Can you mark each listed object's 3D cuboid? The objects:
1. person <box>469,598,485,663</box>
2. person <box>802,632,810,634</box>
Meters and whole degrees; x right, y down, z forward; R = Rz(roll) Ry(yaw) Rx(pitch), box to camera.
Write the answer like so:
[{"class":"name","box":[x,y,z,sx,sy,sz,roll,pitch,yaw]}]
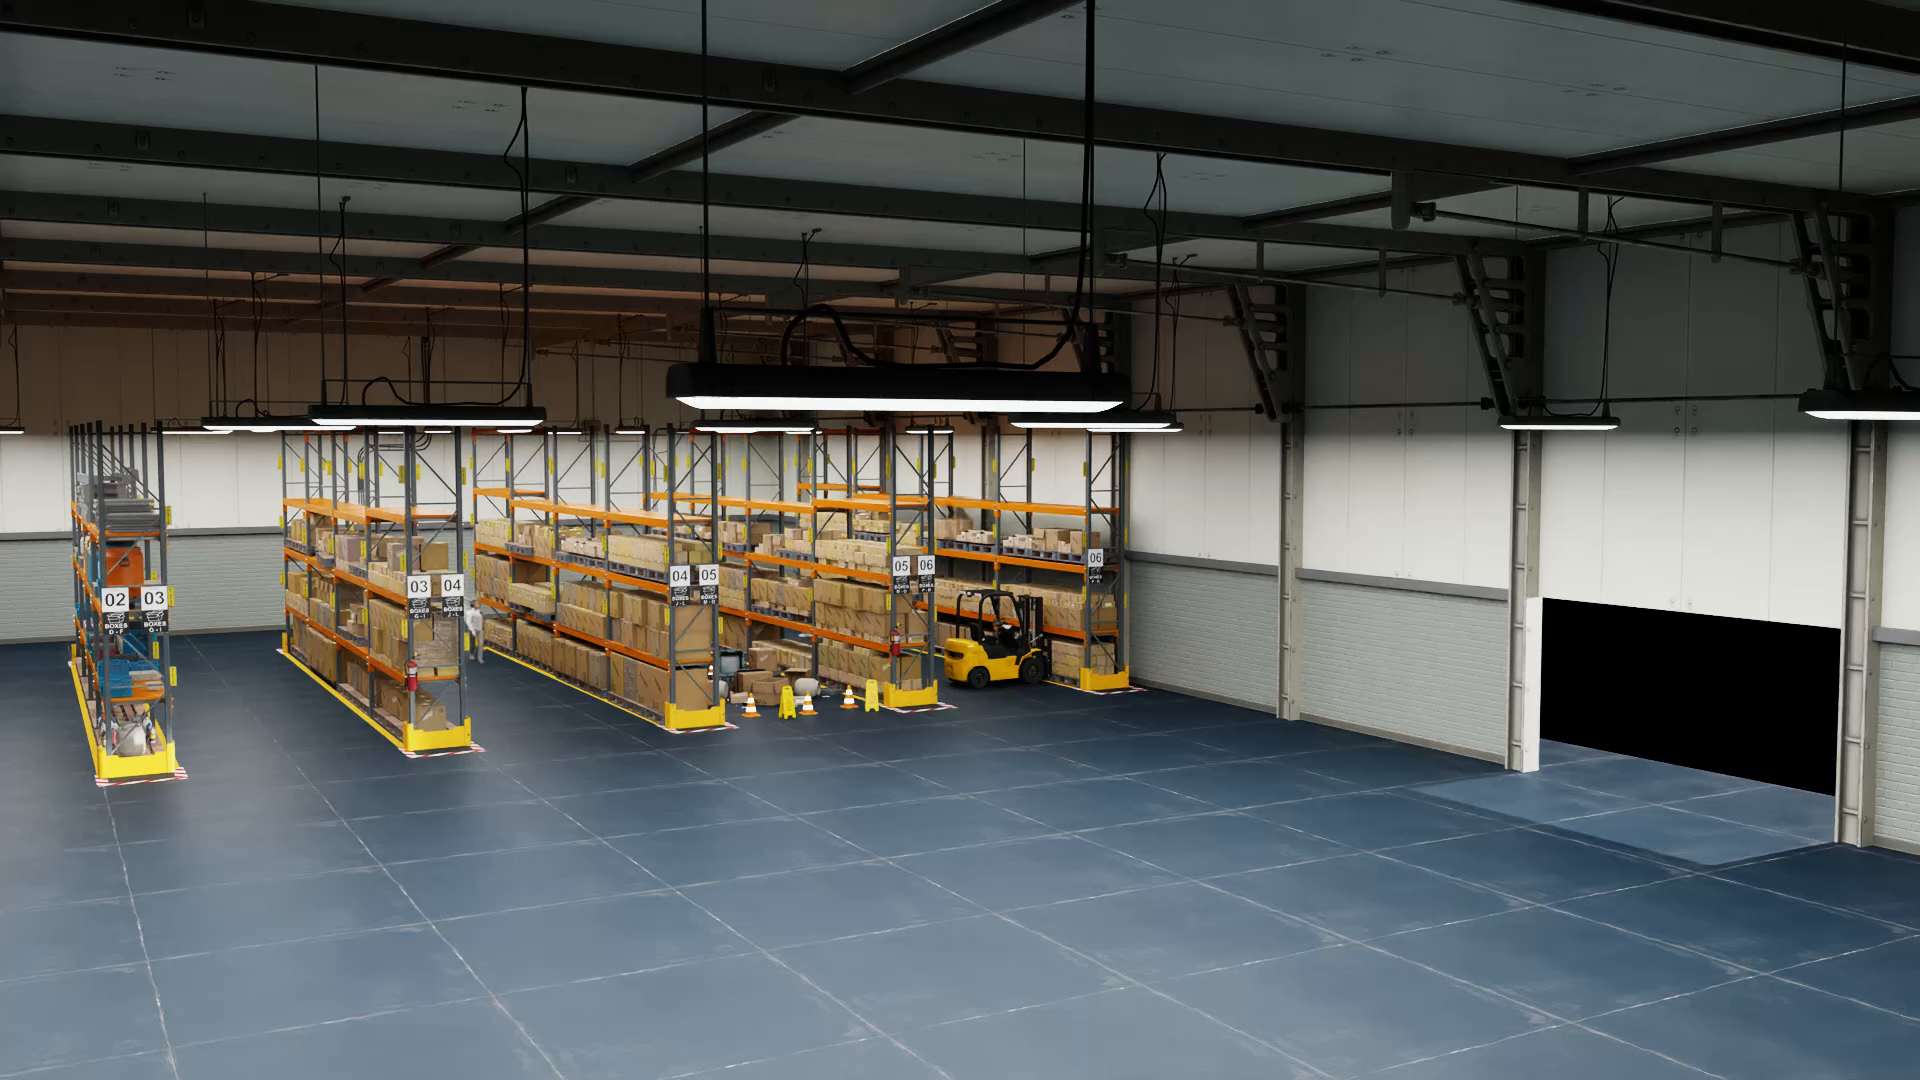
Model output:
[{"class":"person","box":[-12.292,2.293,42.182,0.384,1.642,0.962,-2,4,-23]},{"class":"person","box":[-4.455,1.892,47.709,0.450,1.605,0.325,3,5,42]}]
